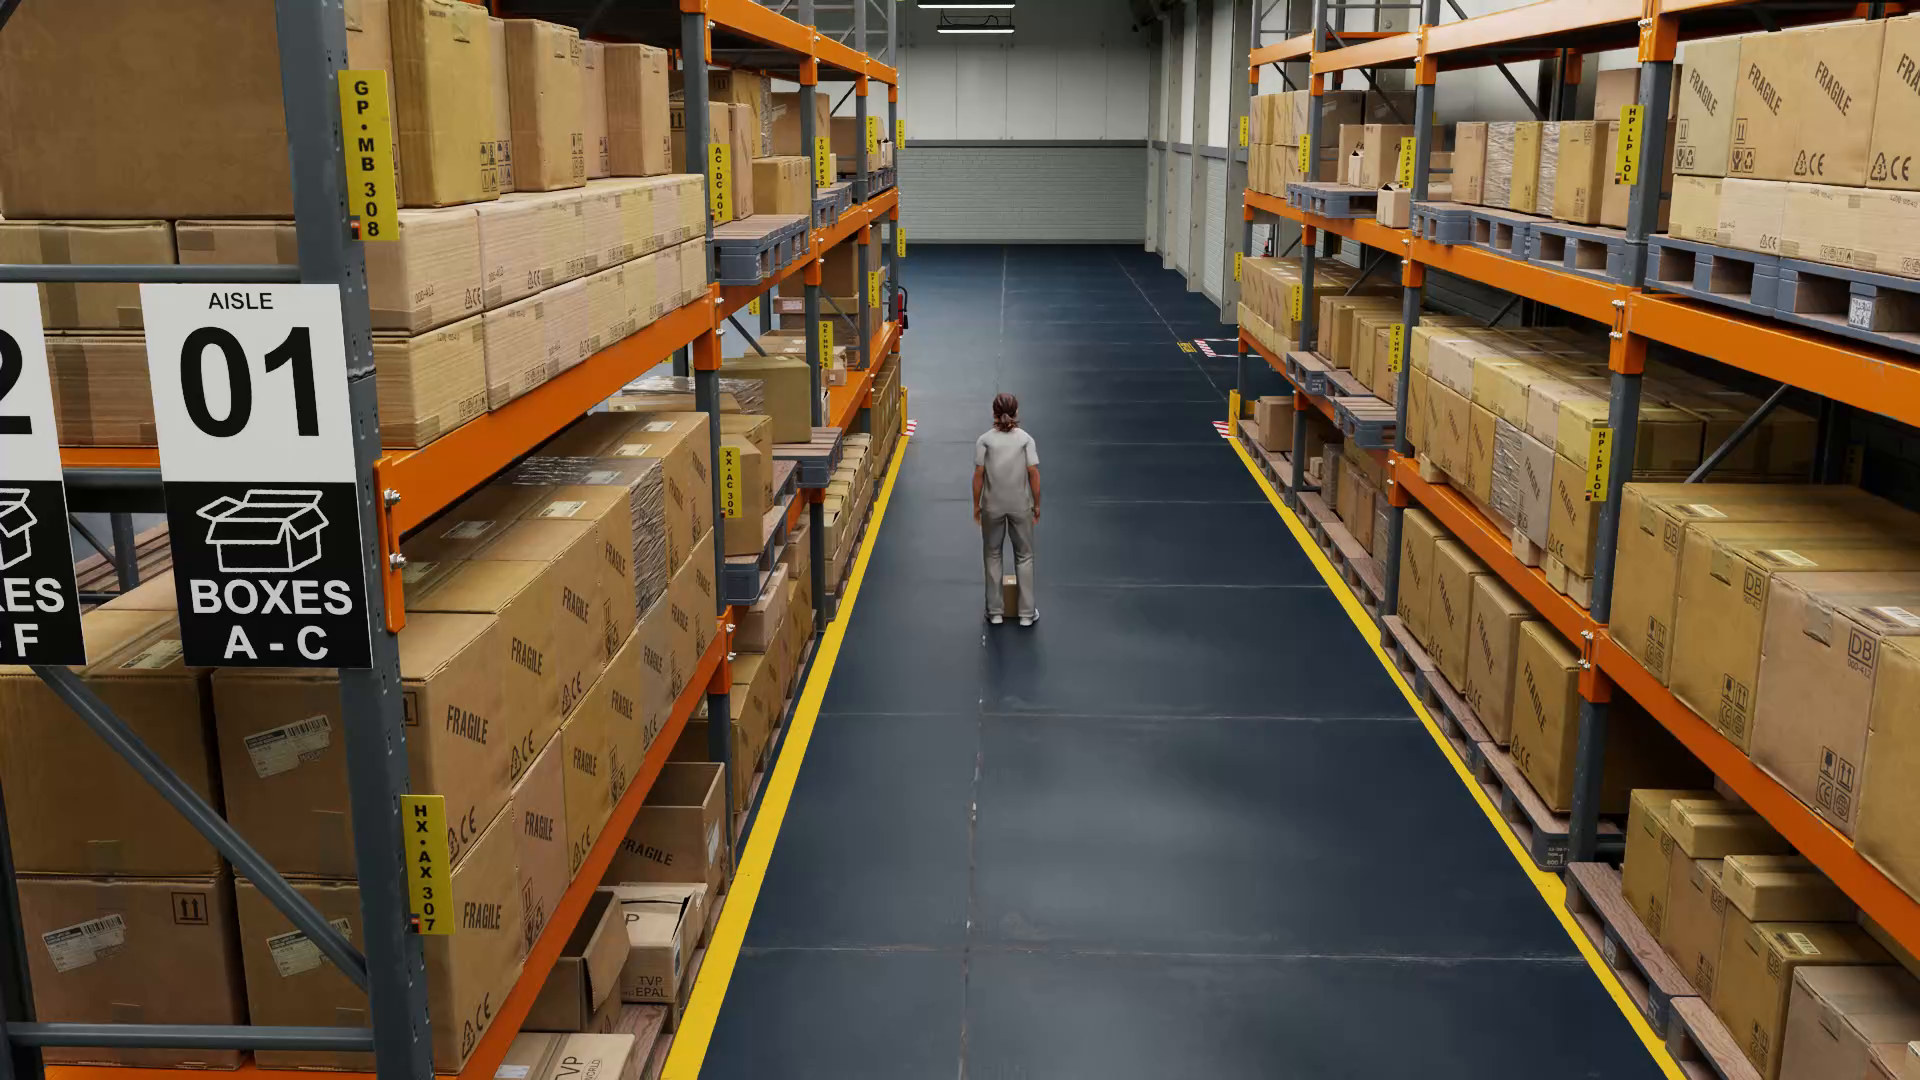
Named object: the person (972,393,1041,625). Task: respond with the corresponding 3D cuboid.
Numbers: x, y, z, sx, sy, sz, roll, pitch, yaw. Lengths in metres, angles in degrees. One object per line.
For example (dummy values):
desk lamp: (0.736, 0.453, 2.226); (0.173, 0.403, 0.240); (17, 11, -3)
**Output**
person: (0.333, -0.222, 11.894); (0.485, 1.673, 0.406); (0, 14, 2)
